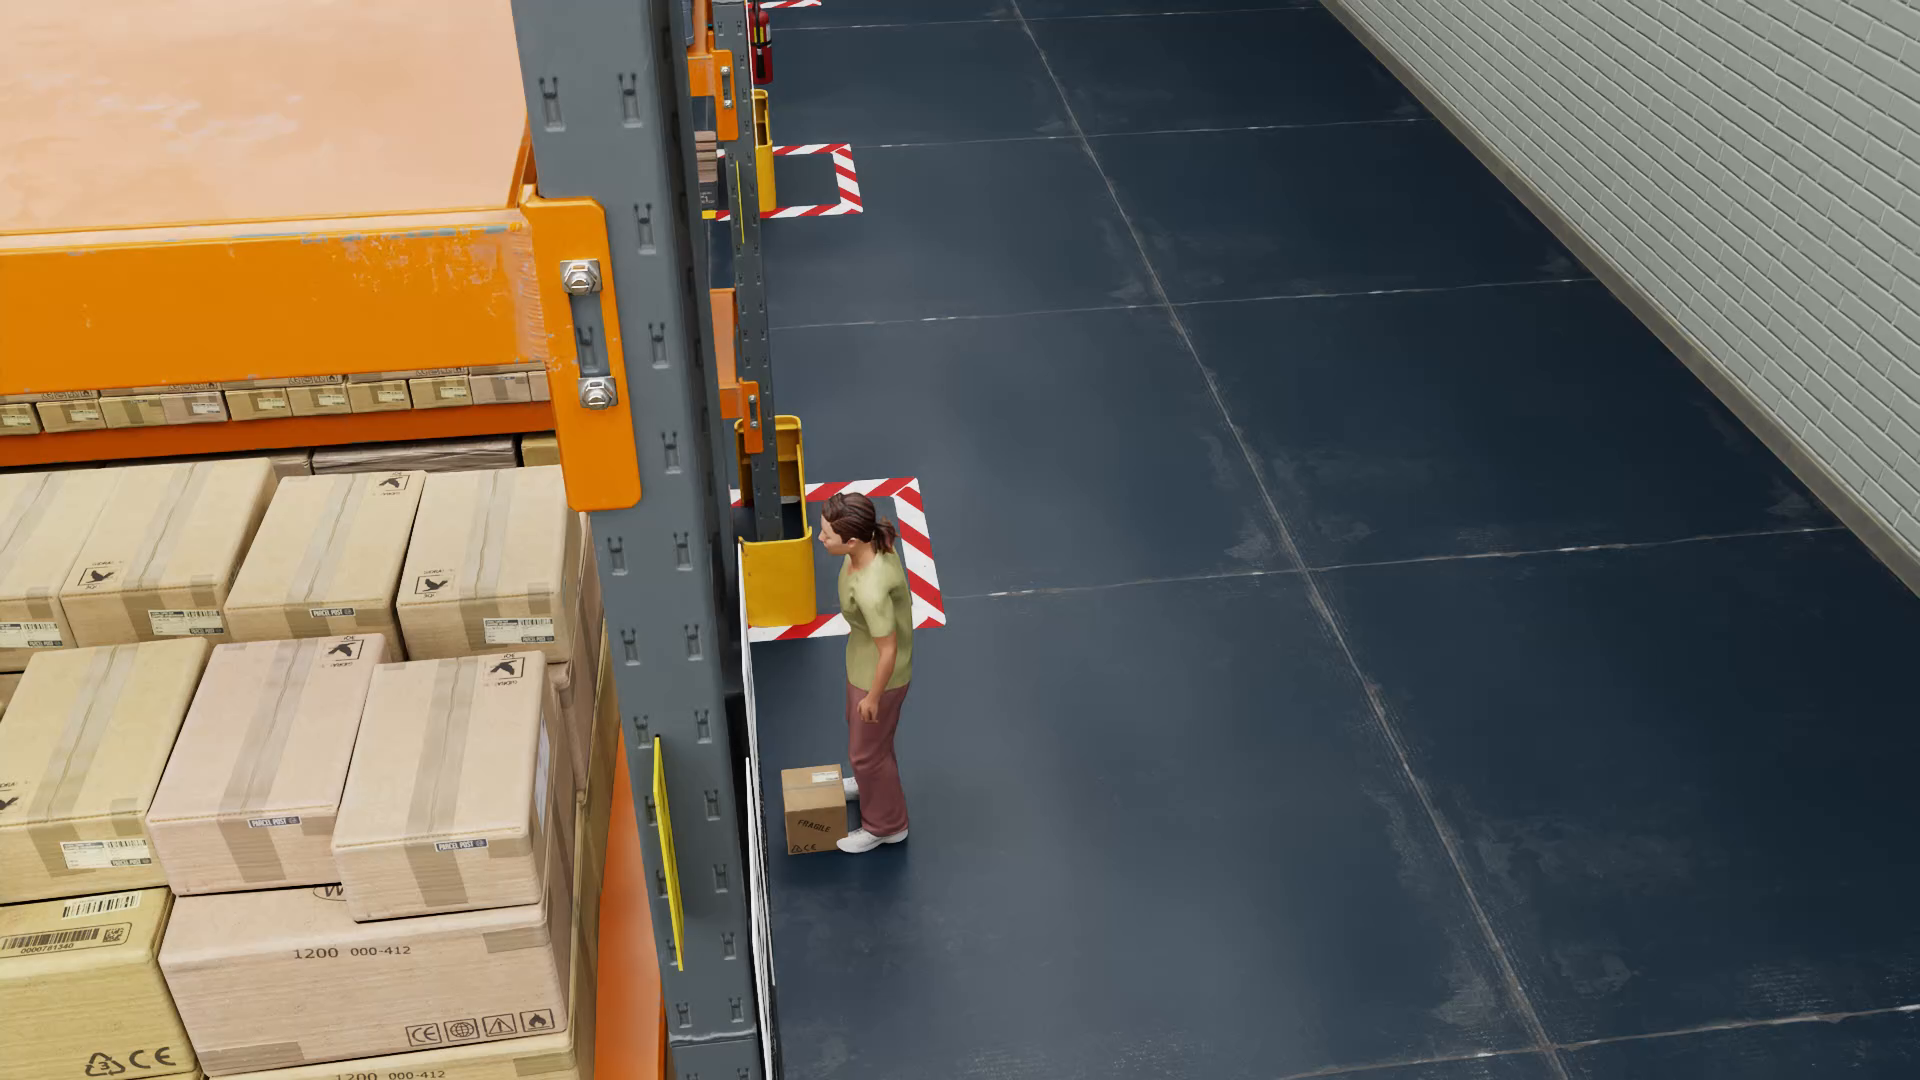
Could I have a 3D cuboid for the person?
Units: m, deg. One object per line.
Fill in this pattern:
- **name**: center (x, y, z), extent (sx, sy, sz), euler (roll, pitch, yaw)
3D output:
- **person**: center (-0.361, 0.510, 6.544), extent (0.358, 1.673, 0.499), euler (-4, 35, -6)
